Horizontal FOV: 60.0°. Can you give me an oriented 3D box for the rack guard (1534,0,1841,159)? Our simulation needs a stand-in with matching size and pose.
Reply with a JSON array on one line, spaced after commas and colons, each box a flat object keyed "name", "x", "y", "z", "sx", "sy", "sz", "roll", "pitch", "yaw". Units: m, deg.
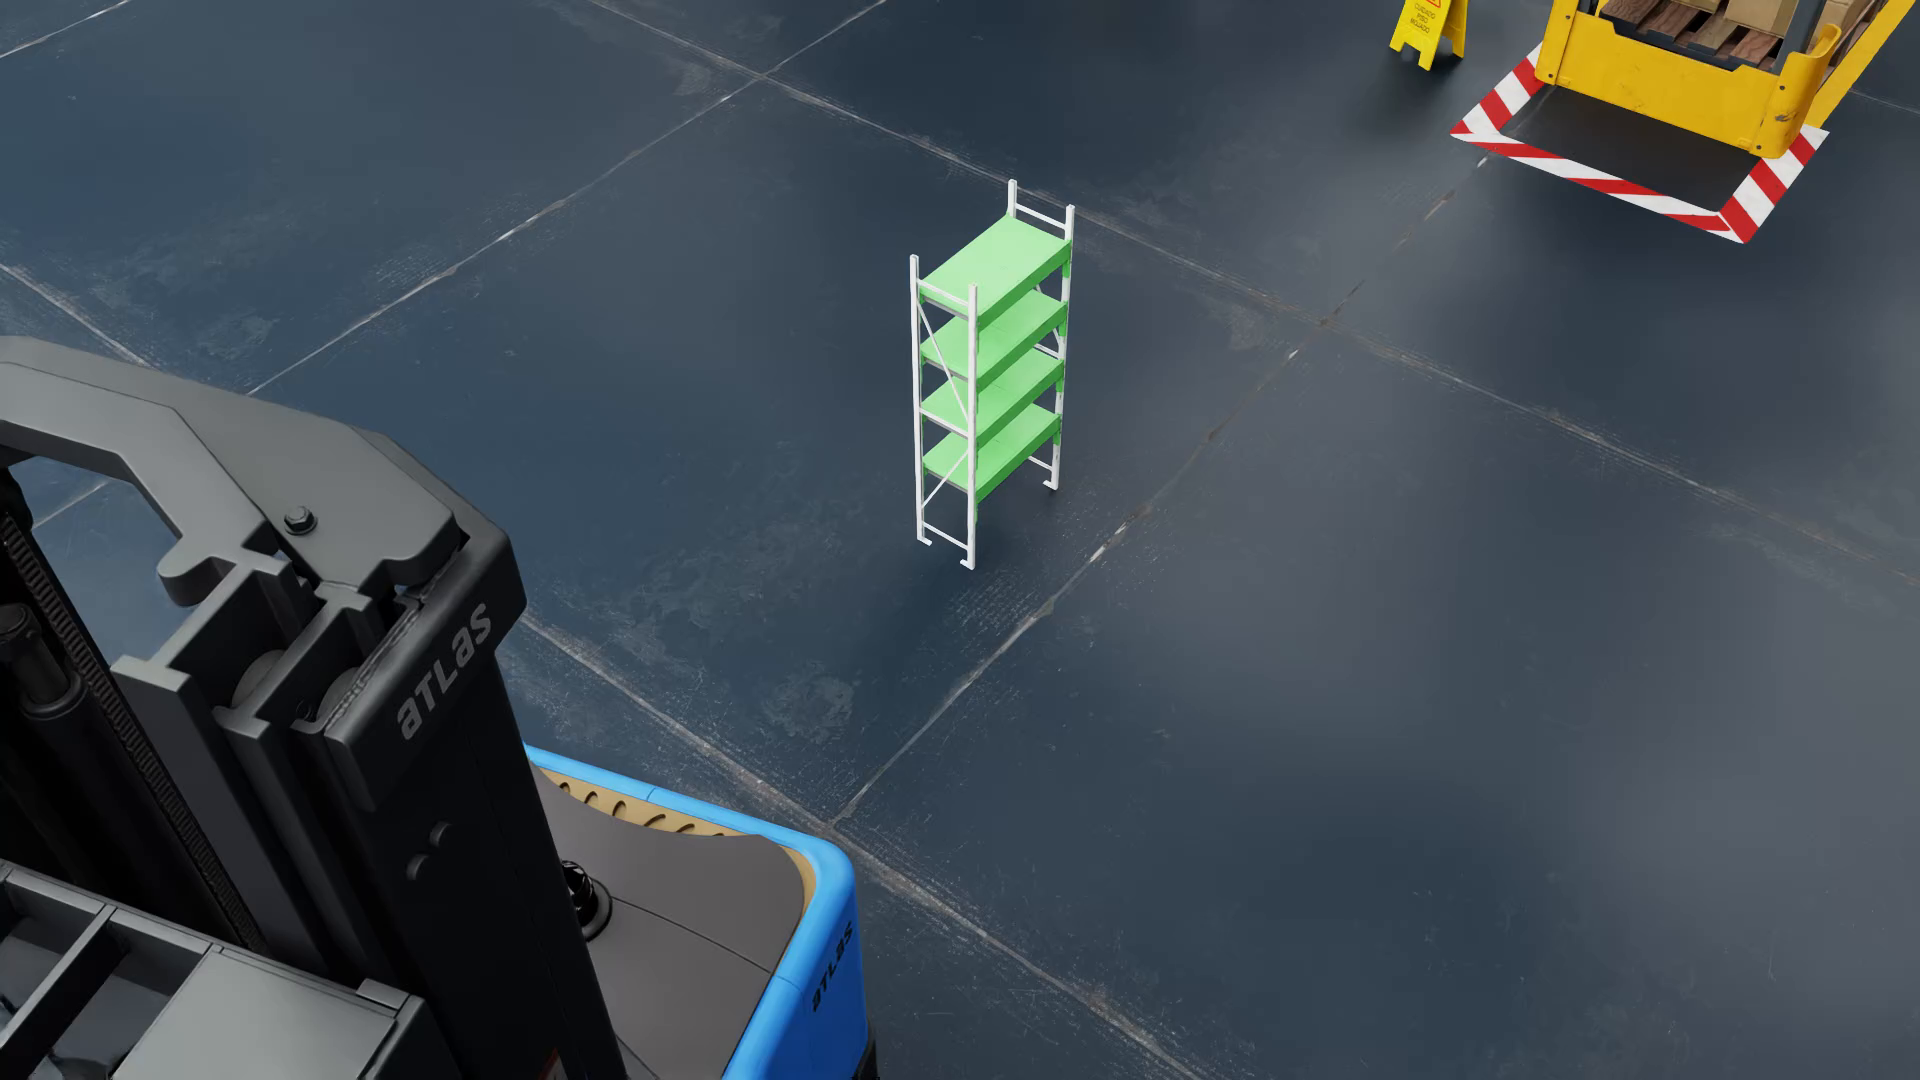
[{"name": "rack guard", "x": 3.250, "y": -2.196, "z": 7.502, "sx": 1.175, "sy": 0.500, "sz": 0.348, "roll": 29, "pitch": 53, "yaw": 25}]

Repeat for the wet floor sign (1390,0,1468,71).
[{"name": "wet floor sign", "x": 2.241, "y": -2.567, "z": 7.756, "sx": 0.232, "sy": 0.644, "sz": 0.267, "roll": -25, "pitch": 51, "yaw": -22}]

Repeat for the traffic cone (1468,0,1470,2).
[{"name": "traffic cone", "x": 2.446, "y": -2.956, "z": 8.254, "sx": 0.336, "sy": 0.463, "sz": 0.334, "roll": 29, "pitch": 53, "yaw": 25}]

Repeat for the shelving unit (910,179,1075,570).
[{"name": "shelving unit", "x": 0.101, "y": -0.509, "z": 5.407, "sx": 0.258, "sy": 1.200, "sz": 0.503, "roll": 29, "pitch": 53, "yaw": 25}]

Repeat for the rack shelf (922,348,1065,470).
[{"name": "rack shelf", "x": 0.101, "y": -0.465, "z": 5.453, "sx": 0.258, "sy": 0.148, "sz": 0.480, "roll": 29, "pitch": 53, "yaw": 25}]

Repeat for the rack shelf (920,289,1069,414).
[{"name": "rack shelf", "x": 0.101, "y": -0.631, "z": 5.279, "sx": 0.258, "sy": 0.148, "sz": 0.480, "roll": 29, "pitch": 53, "yaw": 25}]

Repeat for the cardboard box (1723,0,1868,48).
[{"name": "cardboard box", "x": 3.916, "y": -2.551, "z": 7.723, "sx": 0.500, "sy": 0.250, "sz": 0.500, "roll": 29, "pitch": 53, "yaw": 25}]

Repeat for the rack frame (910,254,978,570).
[{"name": "rack frame", "x": -0.048, "y": -0.370, "z": 5.273, "sx": 0.240, "sy": 1.200, "sz": 0.015, "roll": 29, "pitch": 53, "yaw": 25}]

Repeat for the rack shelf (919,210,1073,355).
[{"name": "rack shelf", "x": 0.101, "y": -0.797, "z": 5.106, "sx": 0.258, "sy": 0.148, "sz": 0.480, "roll": 29, "pitch": 53, "yaw": 25}]

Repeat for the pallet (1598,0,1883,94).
[{"name": "pallet", "x": 3.775, "y": -2.546, "z": 8.036, "sx": 1.003, "sy": 0.211, "sz": 1.213, "roll": 29, "pitch": 53, "yaw": 25}]

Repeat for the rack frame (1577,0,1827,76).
[{"name": "rack frame", "x": 3.204, "y": -3.016, "z": 6.557, "sx": 1.000, "sy": 3.000, "sz": 0.127, "roll": 29, "pitch": 53, "yaw": 25}]

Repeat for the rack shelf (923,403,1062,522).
[{"name": "rack shelf", "x": 0.101, "y": -0.299, "z": 5.626, "sx": 0.258, "sy": 0.148, "sz": 0.480, "roll": 29, "pitch": 53, "yaw": 25}]

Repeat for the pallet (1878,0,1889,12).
[{"name": "pallet", "x": 4.521, "y": -3.241, "z": 8.700, "sx": 1.003, "sy": 0.211, "sz": 1.213, "roll": 29, "pitch": 53, "yaw": 25}]

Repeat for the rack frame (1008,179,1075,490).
[{"name": "rack frame", "x": 0.250, "y": -0.649, "z": 5.540, "sx": 0.240, "sy": 1.200, "sz": 0.015, "roll": 29, "pitch": 53, "yaw": 25}]

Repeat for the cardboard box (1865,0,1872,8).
[{"name": "cardboard box", "x": 4.234, "y": -2.840, "z": 7.999, "sx": 0.500, "sy": 0.250, "sz": 0.500, "roll": 31, "pitch": 54, "yaw": 26}]

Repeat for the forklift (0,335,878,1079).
[{"name": "forklift", "x": -1.201, "y": 1.285, "z": 2.495, "sx": 1.130, "sy": 2.935, "sz": 3.031, "roll": 15, "pitch": 48, "yaw": 14}]

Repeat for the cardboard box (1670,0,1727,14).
[{"name": "cardboard box", "x": 3.500, "y": -2.807, "z": 7.968, "sx": 0.500, "sy": 0.250, "sz": 0.500, "roll": 29, "pitch": 53, "yaw": 25}]
